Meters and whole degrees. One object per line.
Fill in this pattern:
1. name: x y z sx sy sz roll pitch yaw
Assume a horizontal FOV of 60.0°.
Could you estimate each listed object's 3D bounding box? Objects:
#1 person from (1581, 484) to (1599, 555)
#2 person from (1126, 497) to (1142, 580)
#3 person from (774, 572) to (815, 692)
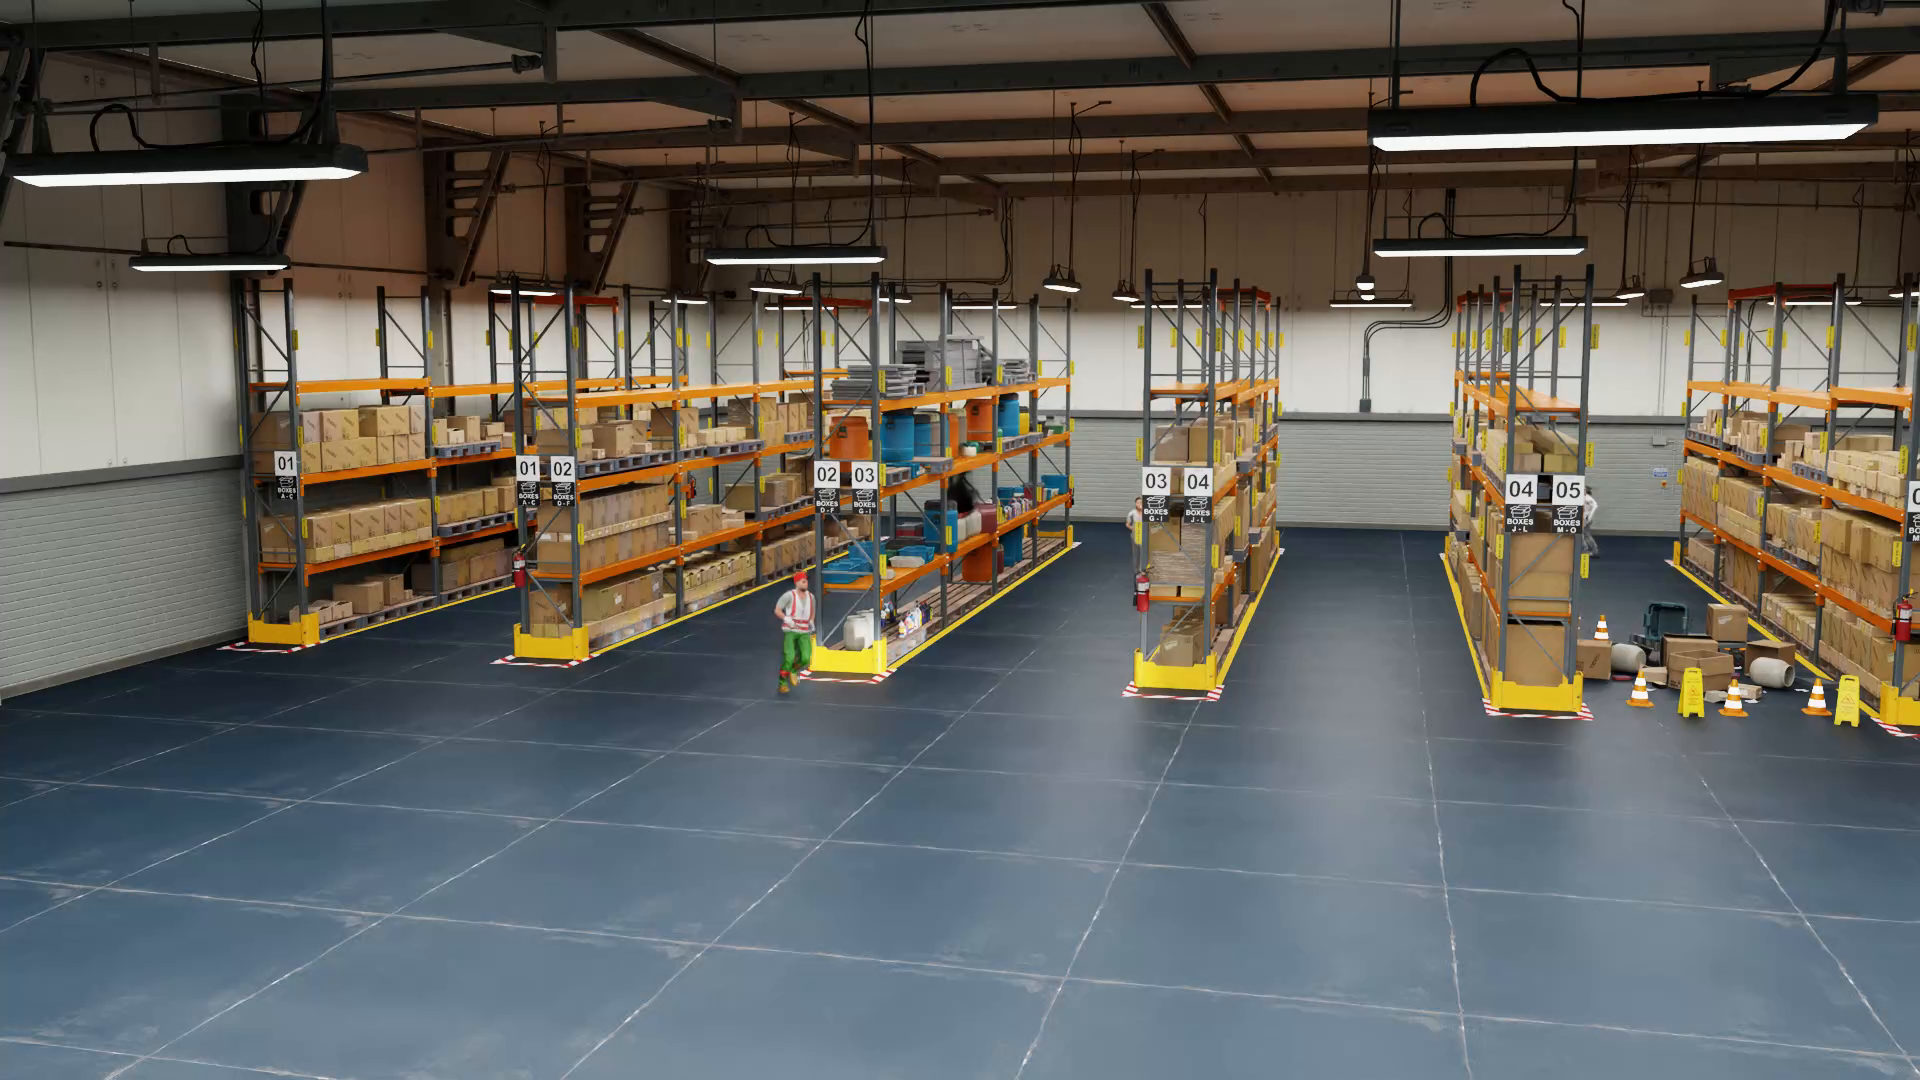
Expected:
1. person: 14.545 -0.467 38.708 0.683 1.686 0.579 3 7 21
2. person: 3.544 -0.016 32.829 0.535 1.688 0.930 1 7 8
3. person: -2.306 1.308 23.795 0.661 1.707 0.561 -4 8 -28
